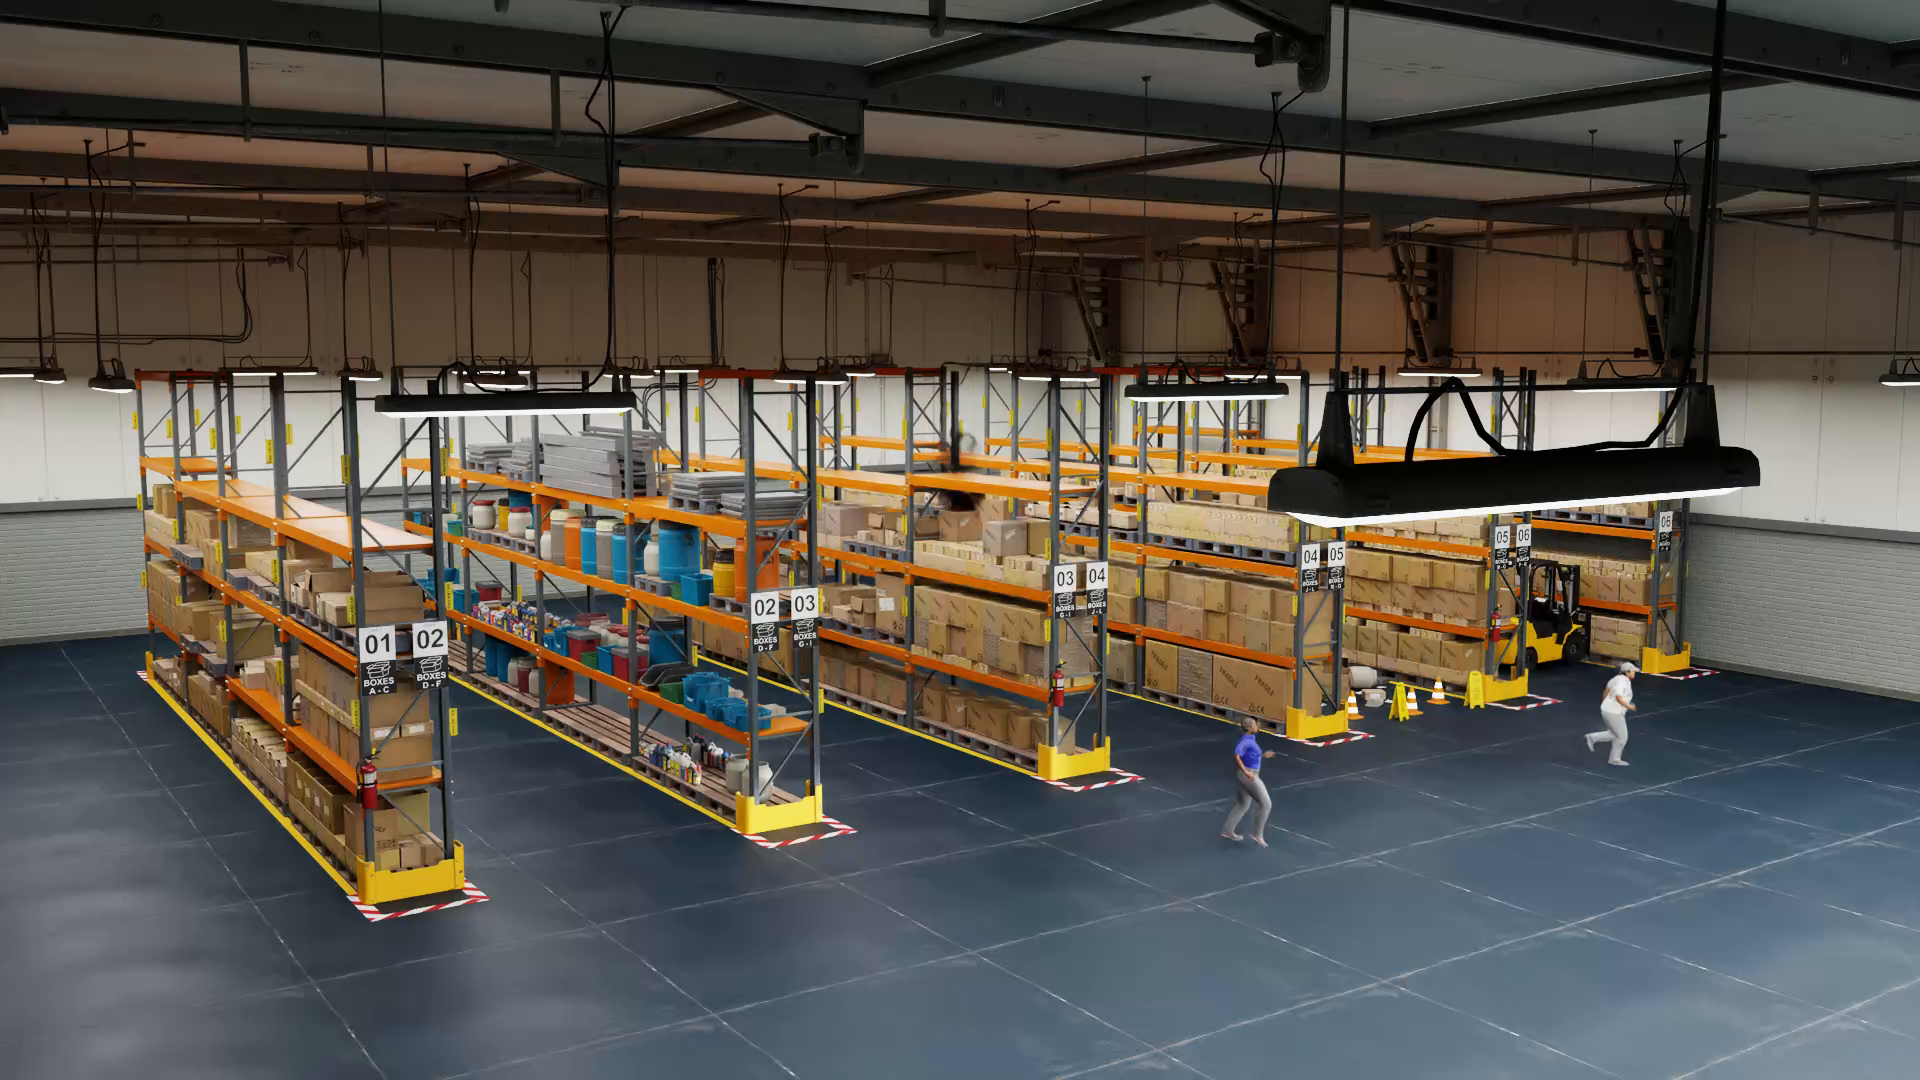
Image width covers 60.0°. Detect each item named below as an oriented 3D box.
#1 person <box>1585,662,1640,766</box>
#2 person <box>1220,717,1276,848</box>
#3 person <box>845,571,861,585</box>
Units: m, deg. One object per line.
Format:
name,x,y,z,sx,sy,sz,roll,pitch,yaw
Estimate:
person,10.024,2.668,25.529,0.720,1.616,0.579,2,7,18
person,3.720,3.114,21.338,0.693,1.715,0.555,0,6,-4
person,-2.754,0.763,42.139,0.809,1.626,0.666,-5,8,-38
